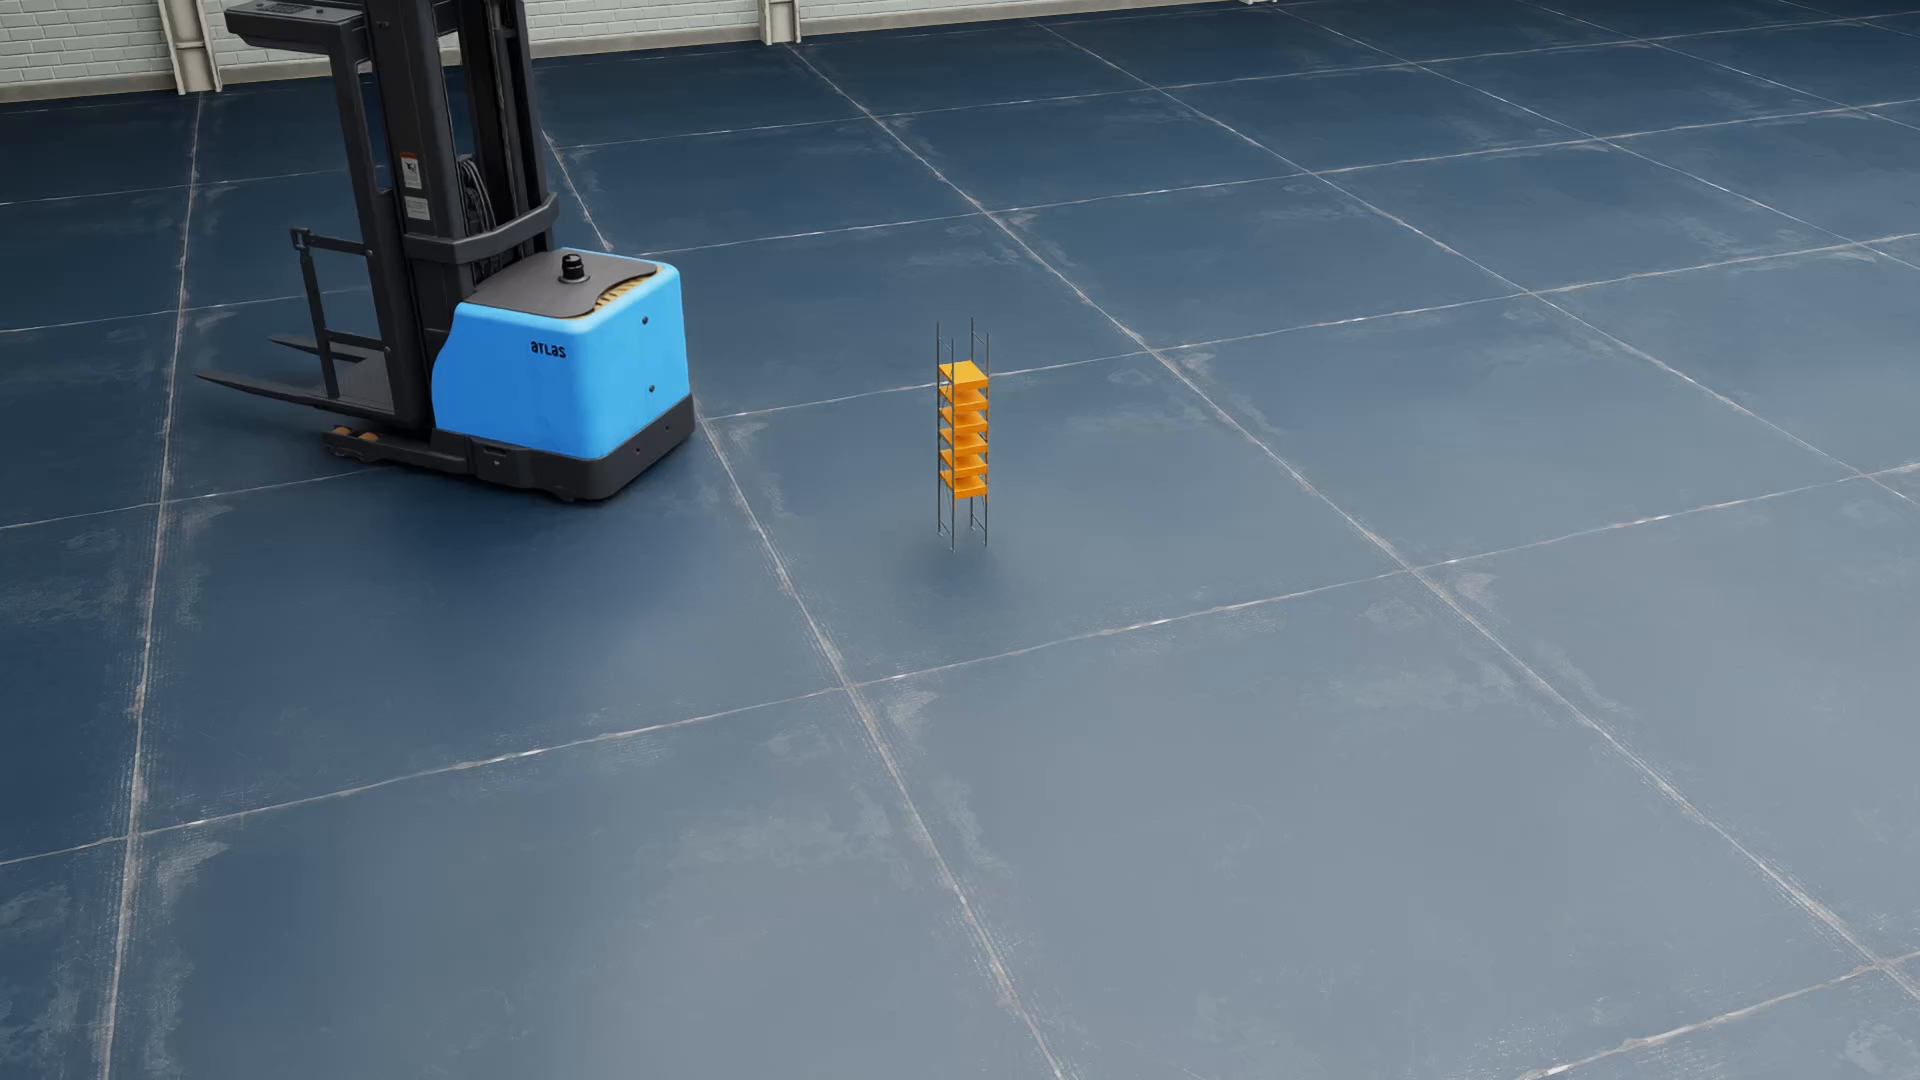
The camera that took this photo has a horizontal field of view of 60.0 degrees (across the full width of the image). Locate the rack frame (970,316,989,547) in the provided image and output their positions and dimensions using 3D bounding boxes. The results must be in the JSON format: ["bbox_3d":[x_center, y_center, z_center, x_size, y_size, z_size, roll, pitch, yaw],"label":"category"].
[{"bbox_3d":[0.099,-0.540,8.485,0.006,1.200,0.240,-10,31,-18],"label":"rack frame"}]

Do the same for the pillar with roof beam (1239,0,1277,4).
[{"bbox_3d":[5.126,-8.509,14.595,0.400,9.000,9.100,-10,31,-18],"label":"pillar with roof beam"}]

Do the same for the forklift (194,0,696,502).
[{"bbox_3d":[-3.115,-1.944,9.201,3.031,2.935,1.130,12,32,20],"label":"forklift"}]

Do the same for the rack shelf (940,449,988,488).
[{"bbox_3d":[0.014,-0.381,8.539,0.180,0.103,0.258,-10,31,-18],"label":"rack shelf"}]

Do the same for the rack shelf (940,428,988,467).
[{"bbox_3d":[0.014,-0.485,8.479,0.180,0.103,0.258,-10,31,-18],"label":"rack shelf"}]

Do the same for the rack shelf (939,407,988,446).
[{"bbox_3d":[0.014,-0.589,8.420,0.180,0.103,0.258,-10,31,-18],"label":"rack shelf"}]

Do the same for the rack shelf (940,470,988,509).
[{"bbox_3d":[0.014,-0.277,8.598,0.180,0.103,0.258,-10,31,-18],"label":"rack shelf"}]

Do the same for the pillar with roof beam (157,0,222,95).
[{"bbox_3d":[-6.121,-6.438,10.959,0.400,9.000,9.100,-10,31,-18],"label":"pillar with roof beam"}]

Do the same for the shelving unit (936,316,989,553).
[{"bbox_3d":[0.014,-0.524,8.457,0.189,1.200,0.258,-10,31,-18],"label":"shelving unit"}]

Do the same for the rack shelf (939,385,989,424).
[{"bbox_3d":[0.014,-0.694,8.361,0.180,0.103,0.258,-10,31,-18],"label":"rack shelf"}]

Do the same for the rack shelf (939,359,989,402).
[{"bbox_3d":[0.014,-0.798,8.301,0.180,0.103,0.258,-10,31,-18],"label":"rack shelf"}]

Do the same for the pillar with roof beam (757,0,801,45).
[{"bbox_3d":[-0.498,-7.473,12.777,0.400,9.000,9.100,-10,31,-18],"label":"pillar with roof beam"}]

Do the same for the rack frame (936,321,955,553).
[{"bbox_3d":[-0.072,-0.508,8.430,0.006,1.200,0.240,-10,31,-18],"label":"rack frame"}]
